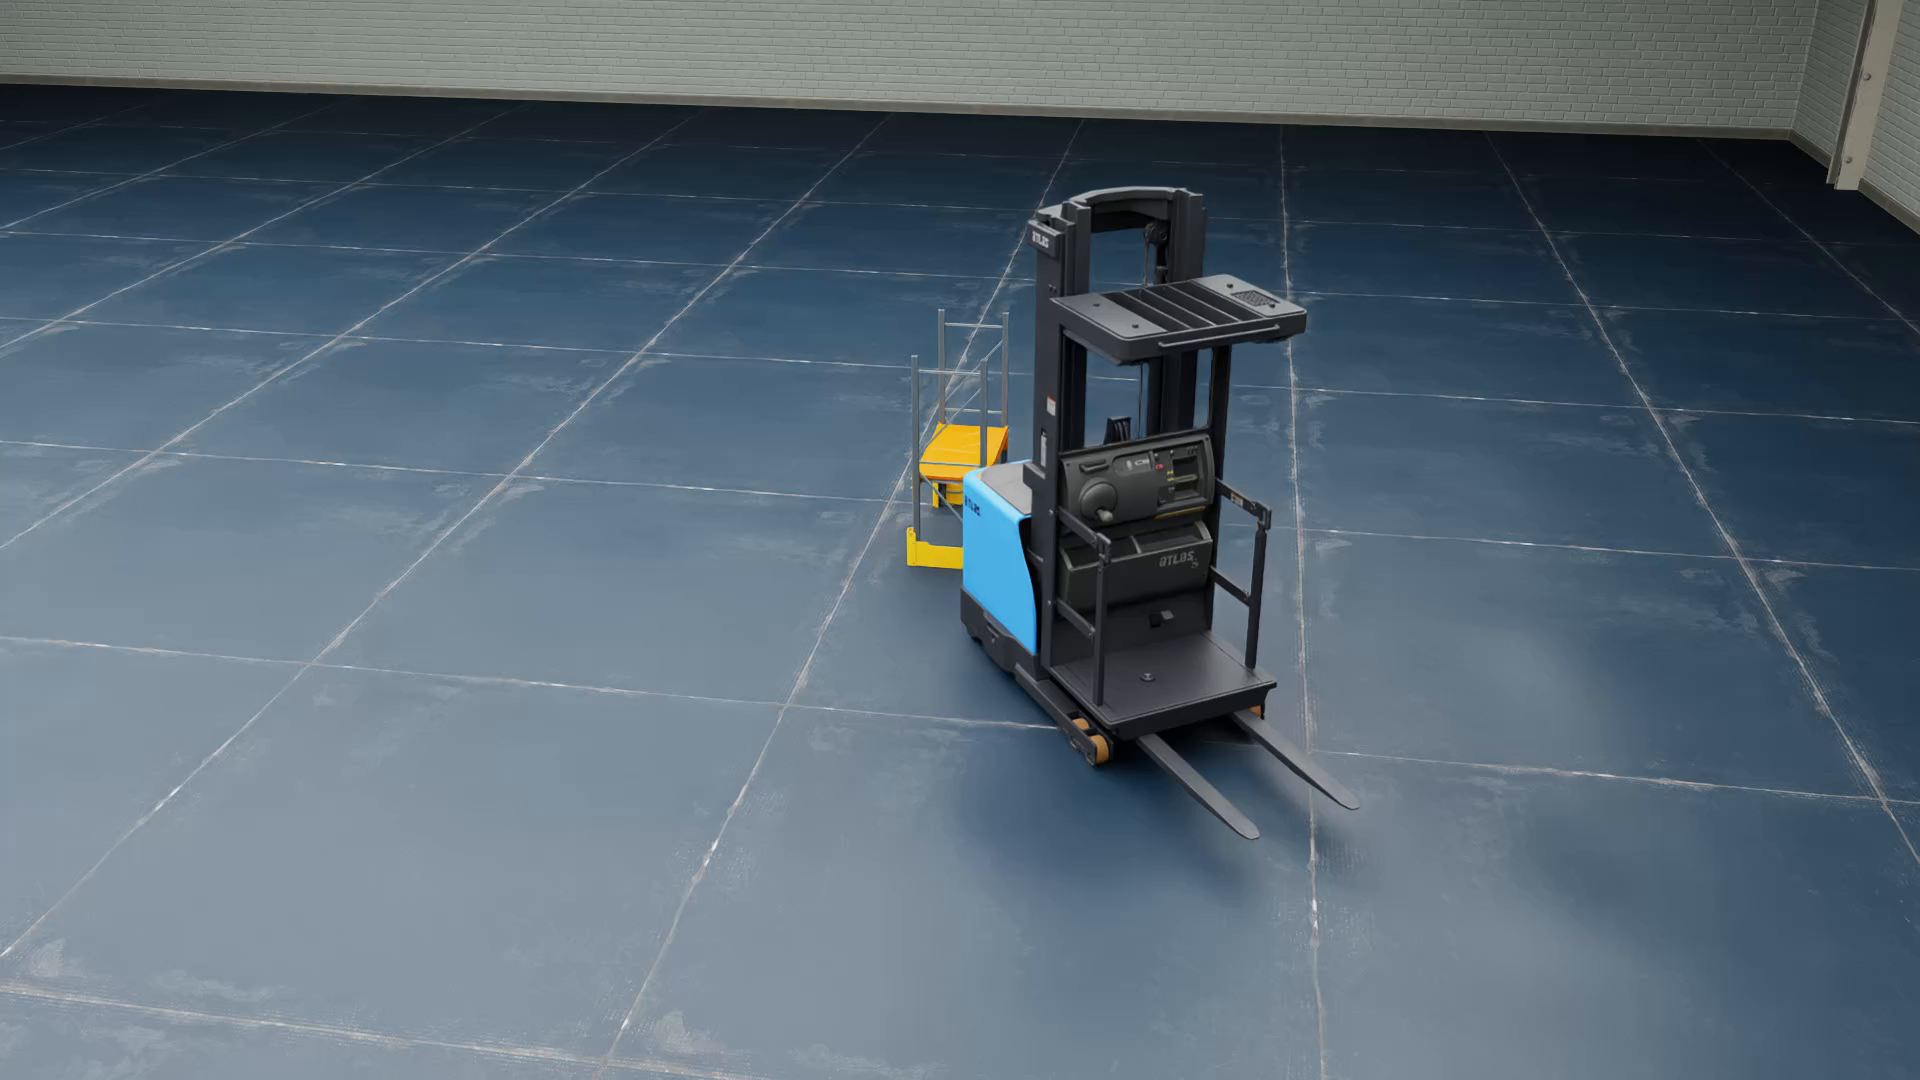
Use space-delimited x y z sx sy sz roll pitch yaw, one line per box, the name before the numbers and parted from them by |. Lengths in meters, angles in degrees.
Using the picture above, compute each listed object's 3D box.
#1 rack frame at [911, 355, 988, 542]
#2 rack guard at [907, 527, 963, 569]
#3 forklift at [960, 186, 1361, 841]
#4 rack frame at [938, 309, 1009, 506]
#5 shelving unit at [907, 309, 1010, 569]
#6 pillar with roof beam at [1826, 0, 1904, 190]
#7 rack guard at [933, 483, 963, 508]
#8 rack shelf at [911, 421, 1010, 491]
rack frame | -0.069 -0.502 11.098 0.500 1.500 0.032 4 25 9
rack guard | -0.069 0.063 11.364 0.587 0.250 0.087 4 25 9
forklift | 1.083 -0.300 8.977 1.130 2.935 3.031 -11 27 -23
rack frame | 0.097 -0.928 12.007 0.500 1.500 0.032 4 25 9
shelving unit | 0.012 -0.711 11.544 0.587 1.500 1.083 4 25 9
pillar with roof beam | 7.237 -8.976 20.355 9.100 9.000 0.400 4 25 9
rack guard | 0.094 -0.353 12.254 0.587 0.250 0.087 4 25 9
rack shelf | 0.014 -0.552 11.629 0.538 0.185 1.000 4 25 9
